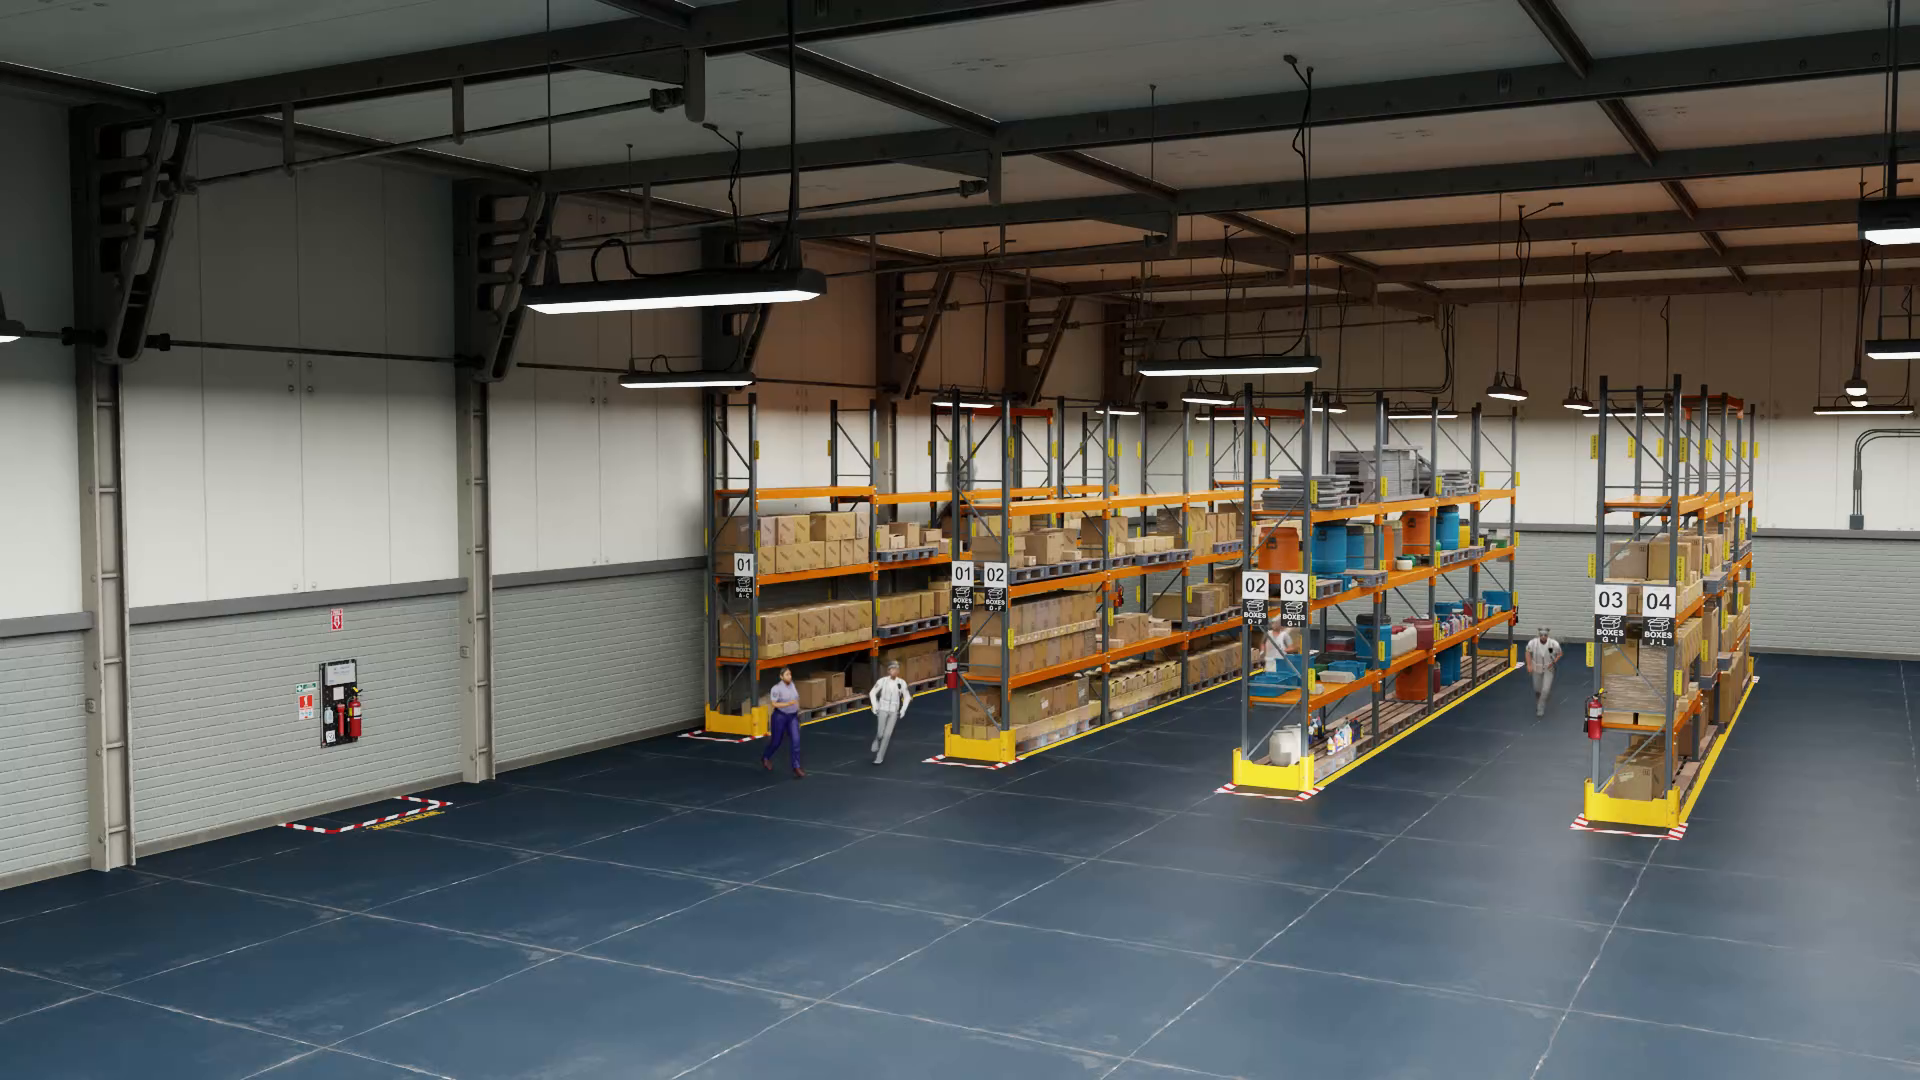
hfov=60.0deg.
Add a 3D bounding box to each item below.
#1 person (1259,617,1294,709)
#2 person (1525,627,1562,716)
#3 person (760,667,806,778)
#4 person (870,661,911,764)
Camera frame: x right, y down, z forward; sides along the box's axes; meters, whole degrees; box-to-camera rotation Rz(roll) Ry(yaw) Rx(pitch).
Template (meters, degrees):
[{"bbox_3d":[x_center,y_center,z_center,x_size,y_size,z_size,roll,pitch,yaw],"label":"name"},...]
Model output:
[{"bbox_3d":[6.125,2.372,32.233,0.669,1.766,0.932,1,3,21],"label":"person"},{"bbox_3d":[11.067,2.474,31.547,0.659,1.709,0.786,1,3,18],"label":"person"},{"bbox_3d":[-2.708,2.775,25.554,0.598,1.652,0.915,-3,4,-43],"label":"person"},{"bbox_3d":[-1.115,2.744,26.734,0.658,1.624,0.588,0,3,-6],"label":"person"}]
